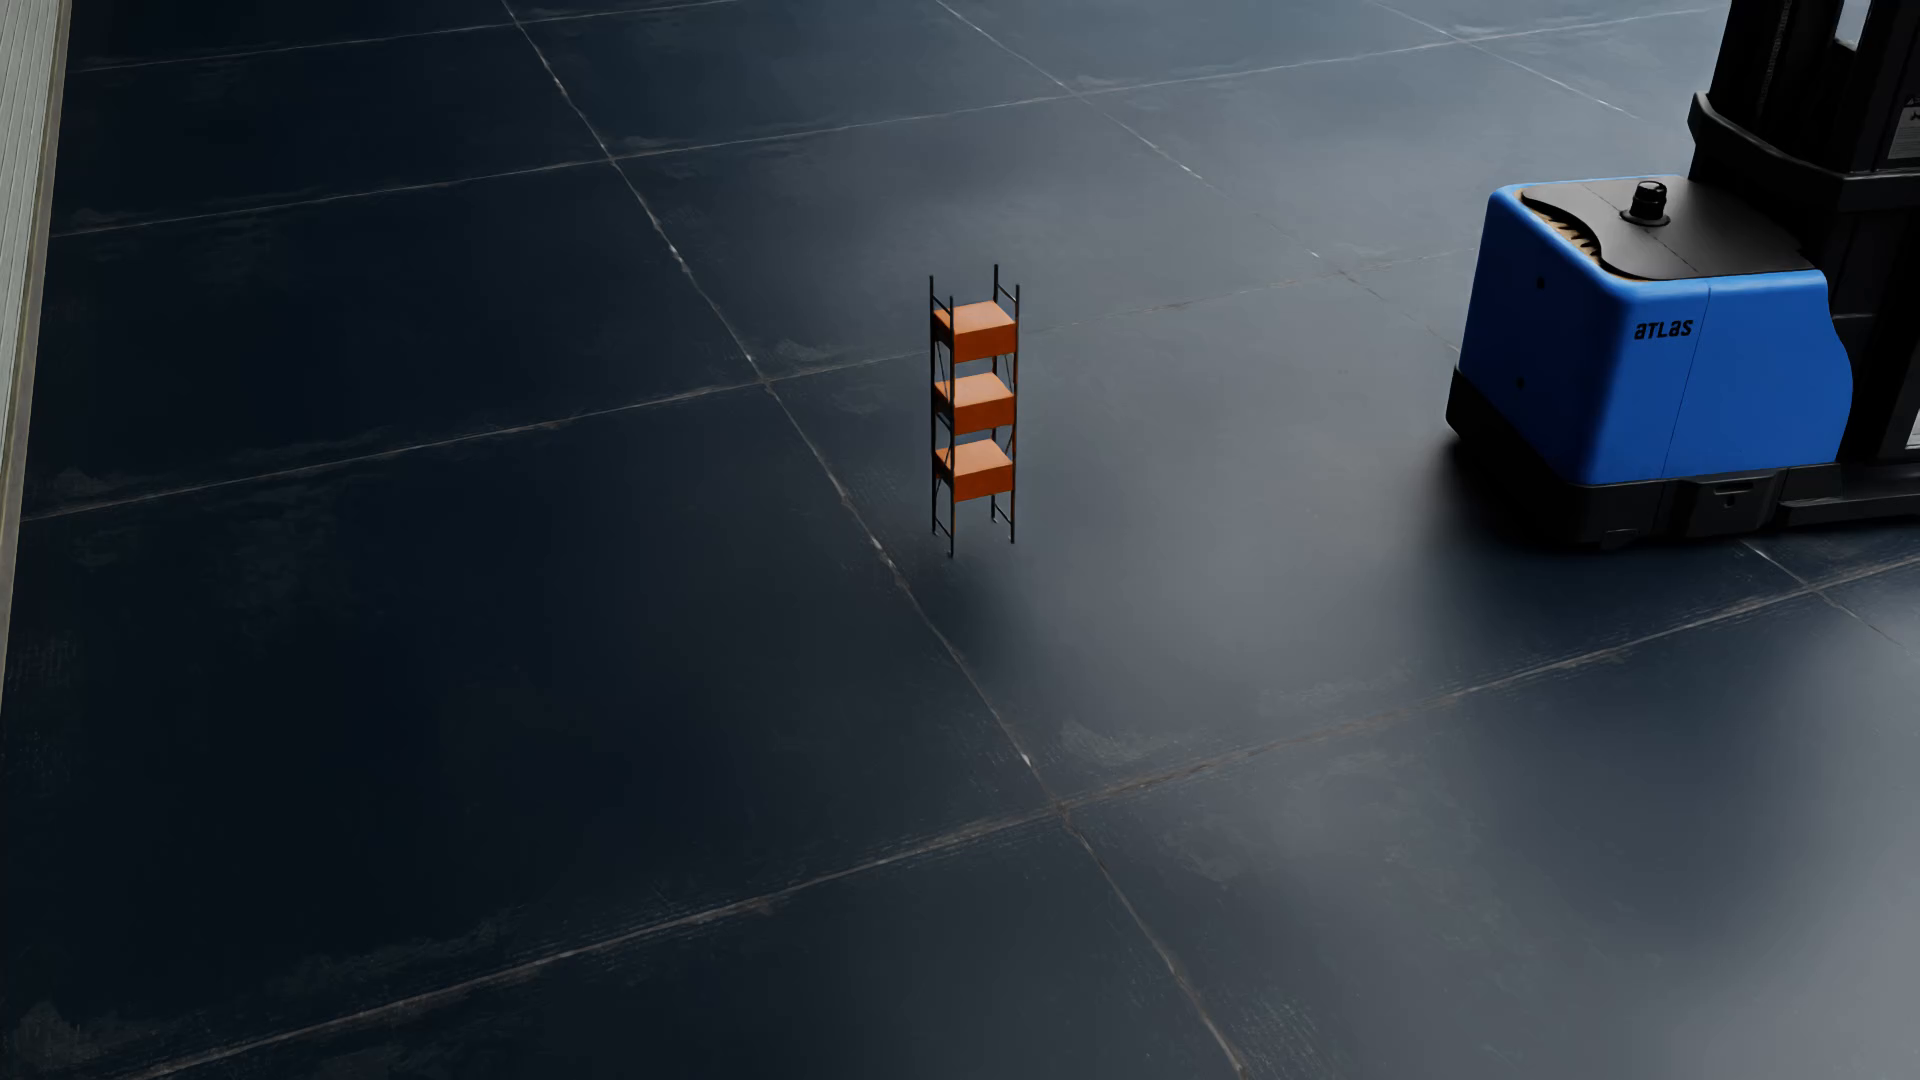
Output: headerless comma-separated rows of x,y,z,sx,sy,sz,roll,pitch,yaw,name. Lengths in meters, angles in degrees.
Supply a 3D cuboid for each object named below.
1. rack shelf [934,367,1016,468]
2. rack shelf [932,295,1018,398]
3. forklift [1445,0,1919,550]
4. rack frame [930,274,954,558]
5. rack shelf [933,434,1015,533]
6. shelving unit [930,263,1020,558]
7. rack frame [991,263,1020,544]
0.049,-0.442,5.987,0.240,0.259,0.215,-13,35,-19,rack shelf
0.049,-0.680,5.832,0.240,0.259,0.215,-13,35,-19,rack shelf
3.576,-1.571,5.977,3.031,2.935,1.130,-5,33,-8,forklift
-0.063,-0.426,5.941,0.008,1.050,0.200,-13,35,-19,rack frame
0.049,-0.210,6.138,0.240,0.259,0.215,-13,35,-19,rack shelf
0.049,-0.451,5.981,0.252,1.050,0.215,-13,35,-19,shelving unit
0.162,-0.477,6.021,0.008,1.050,0.200,-13,35,-19,rack frame
